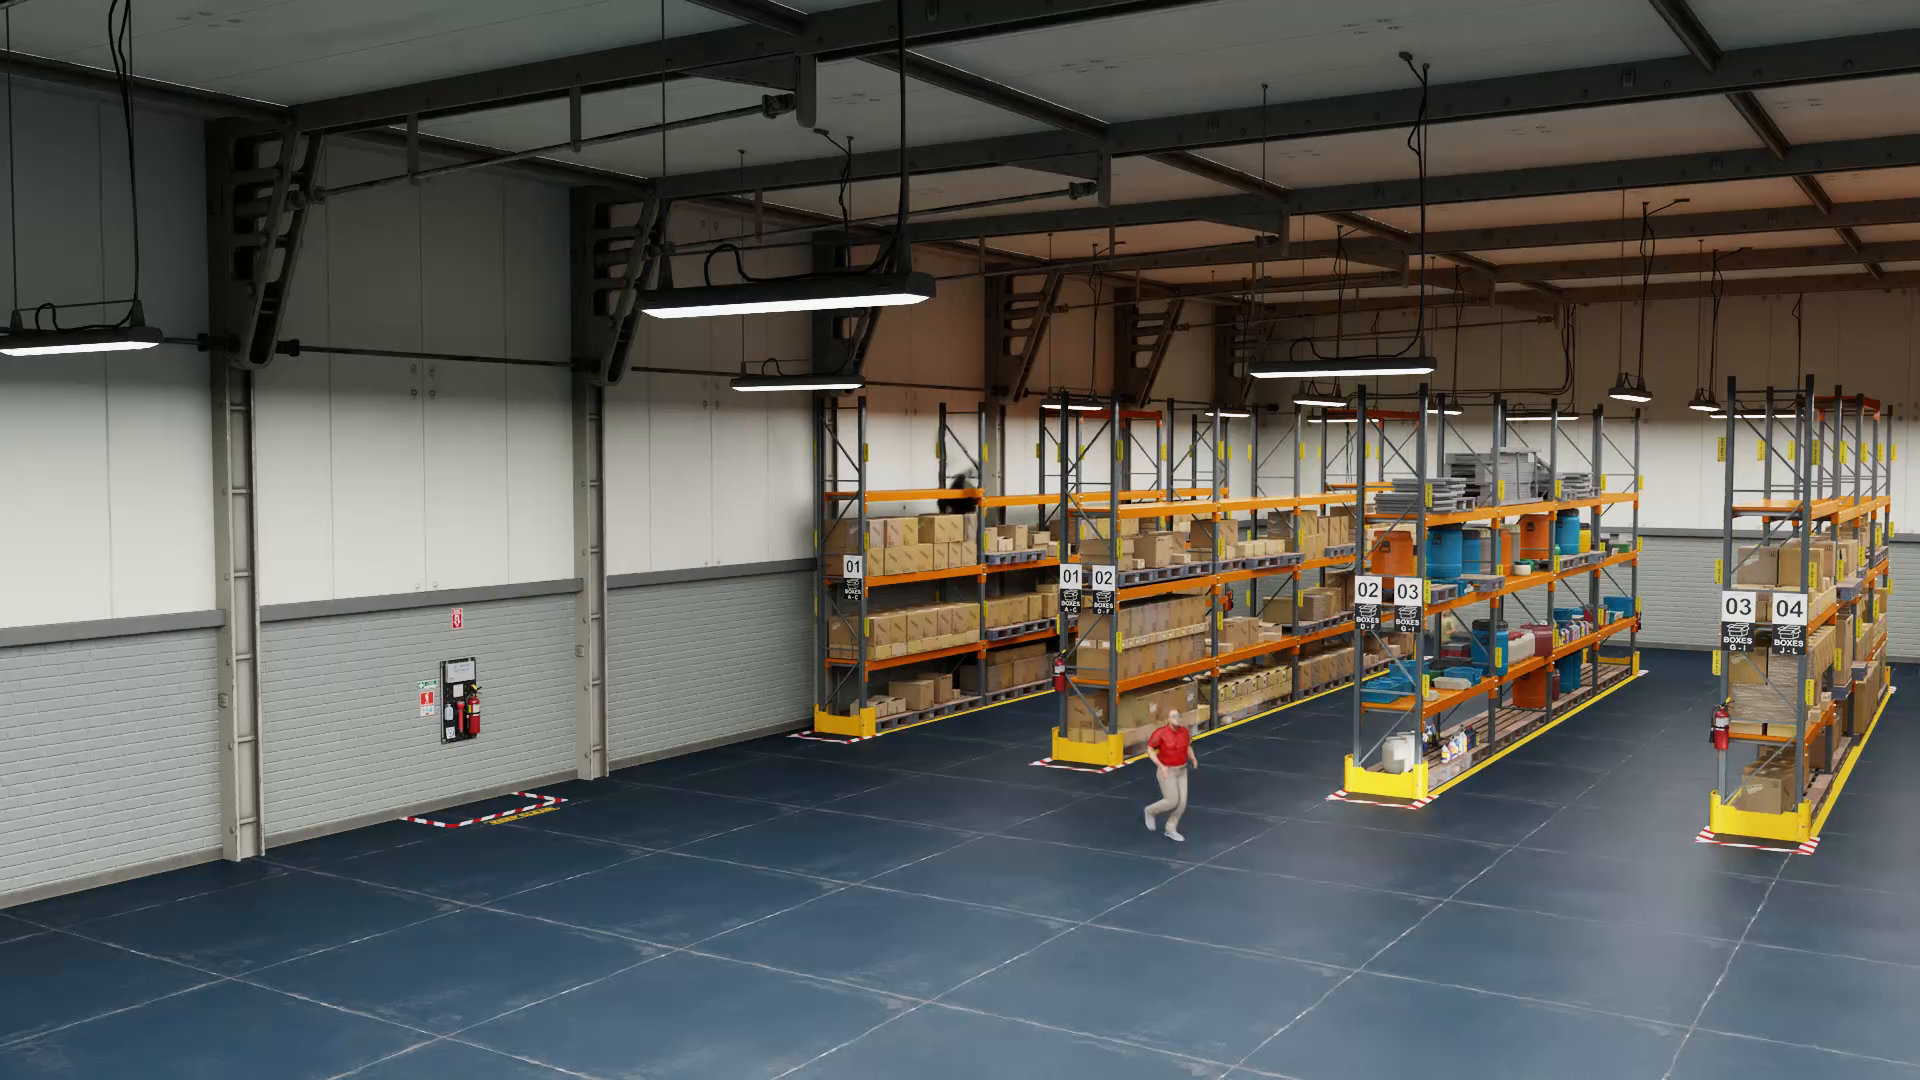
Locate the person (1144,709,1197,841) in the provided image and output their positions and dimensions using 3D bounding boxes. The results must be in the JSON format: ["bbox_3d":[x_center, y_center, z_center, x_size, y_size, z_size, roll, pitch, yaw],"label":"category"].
[{"bbox_3d":[2.766,3.031,21.602,0.653,1.700,0.624,-2,3,-31],"label":"person"}]

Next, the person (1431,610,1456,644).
[{"bbox_3d":[10.591,2.251,36.488,0.581,1.644,0.846,2,3,29],"label":"person"}]
